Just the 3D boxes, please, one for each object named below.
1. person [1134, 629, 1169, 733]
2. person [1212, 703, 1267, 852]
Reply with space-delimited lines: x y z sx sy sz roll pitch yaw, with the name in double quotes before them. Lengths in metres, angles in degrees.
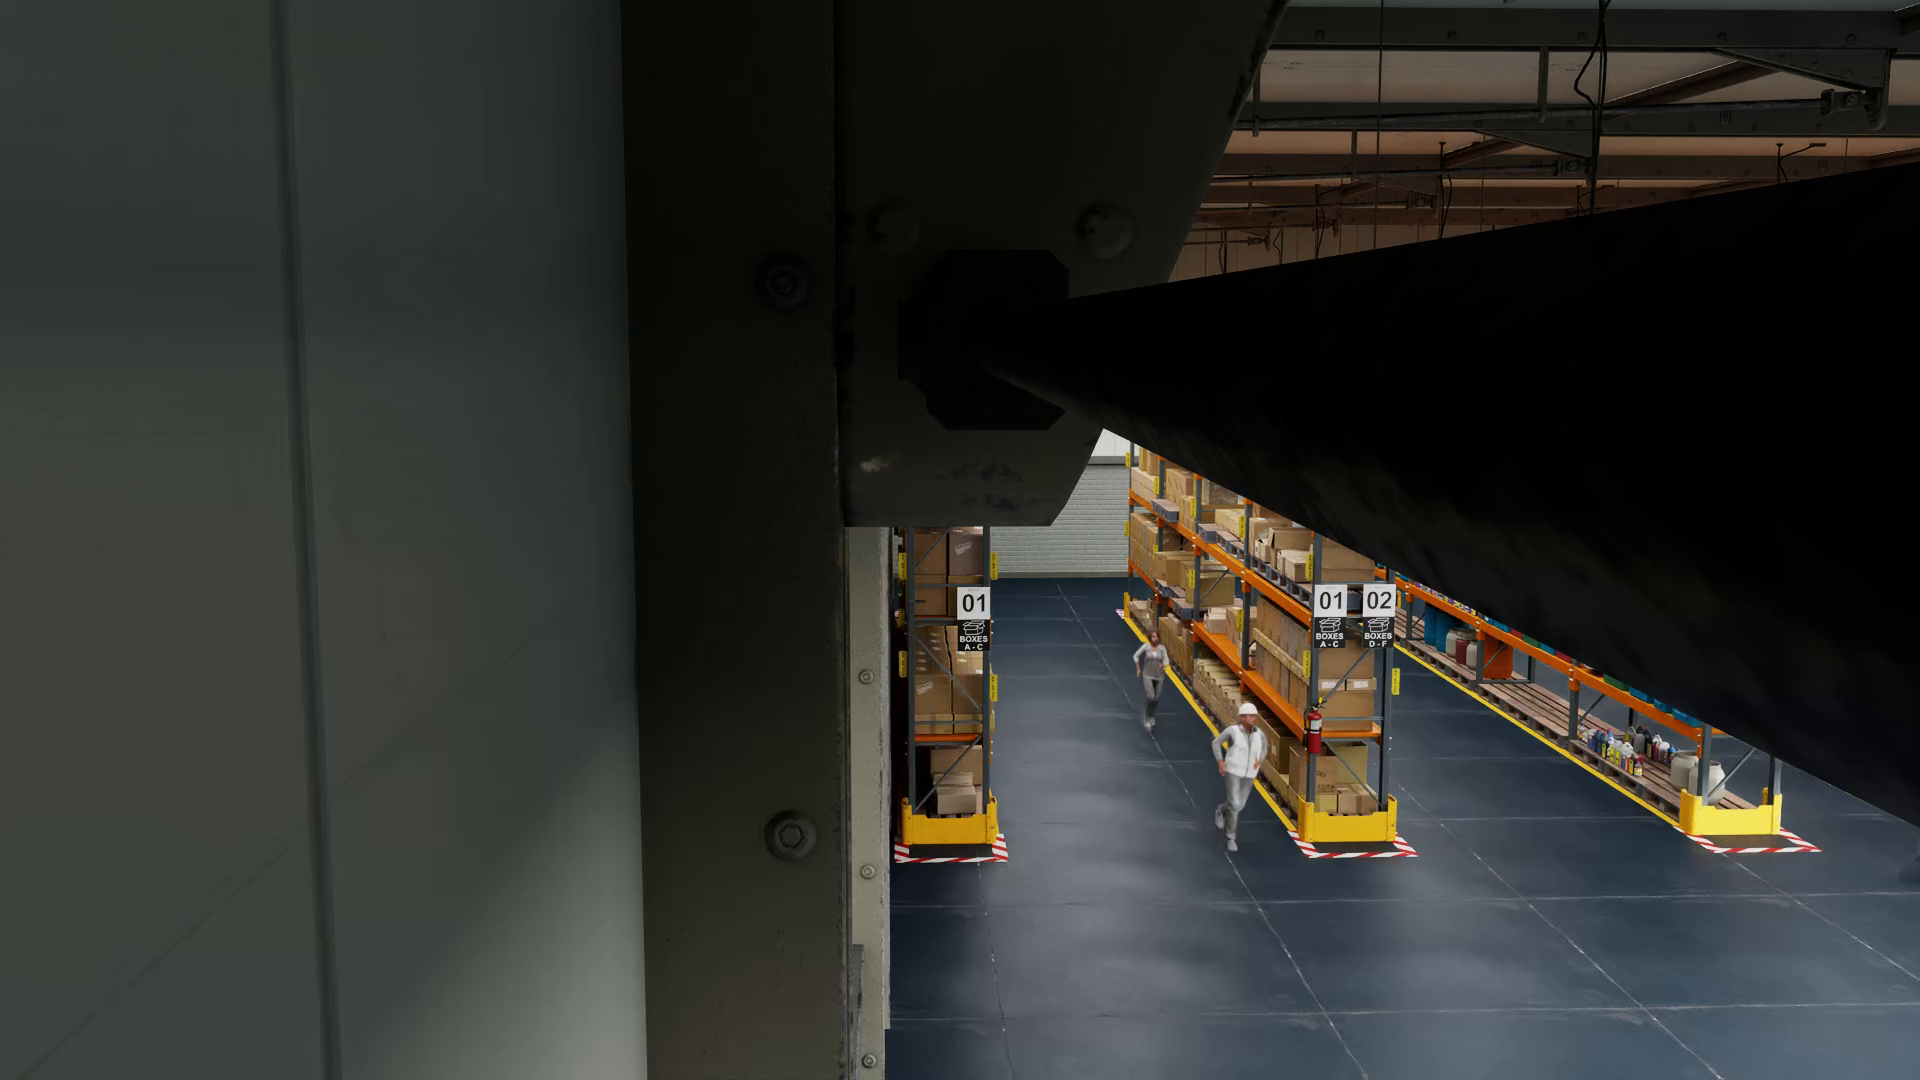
"person" 3.022 2.203 26.098 0.503 1.617 0.682 -1 7 -10
"person" 3.456 2.867 20.499 0.694 1.758 0.844 -2 8 -16
